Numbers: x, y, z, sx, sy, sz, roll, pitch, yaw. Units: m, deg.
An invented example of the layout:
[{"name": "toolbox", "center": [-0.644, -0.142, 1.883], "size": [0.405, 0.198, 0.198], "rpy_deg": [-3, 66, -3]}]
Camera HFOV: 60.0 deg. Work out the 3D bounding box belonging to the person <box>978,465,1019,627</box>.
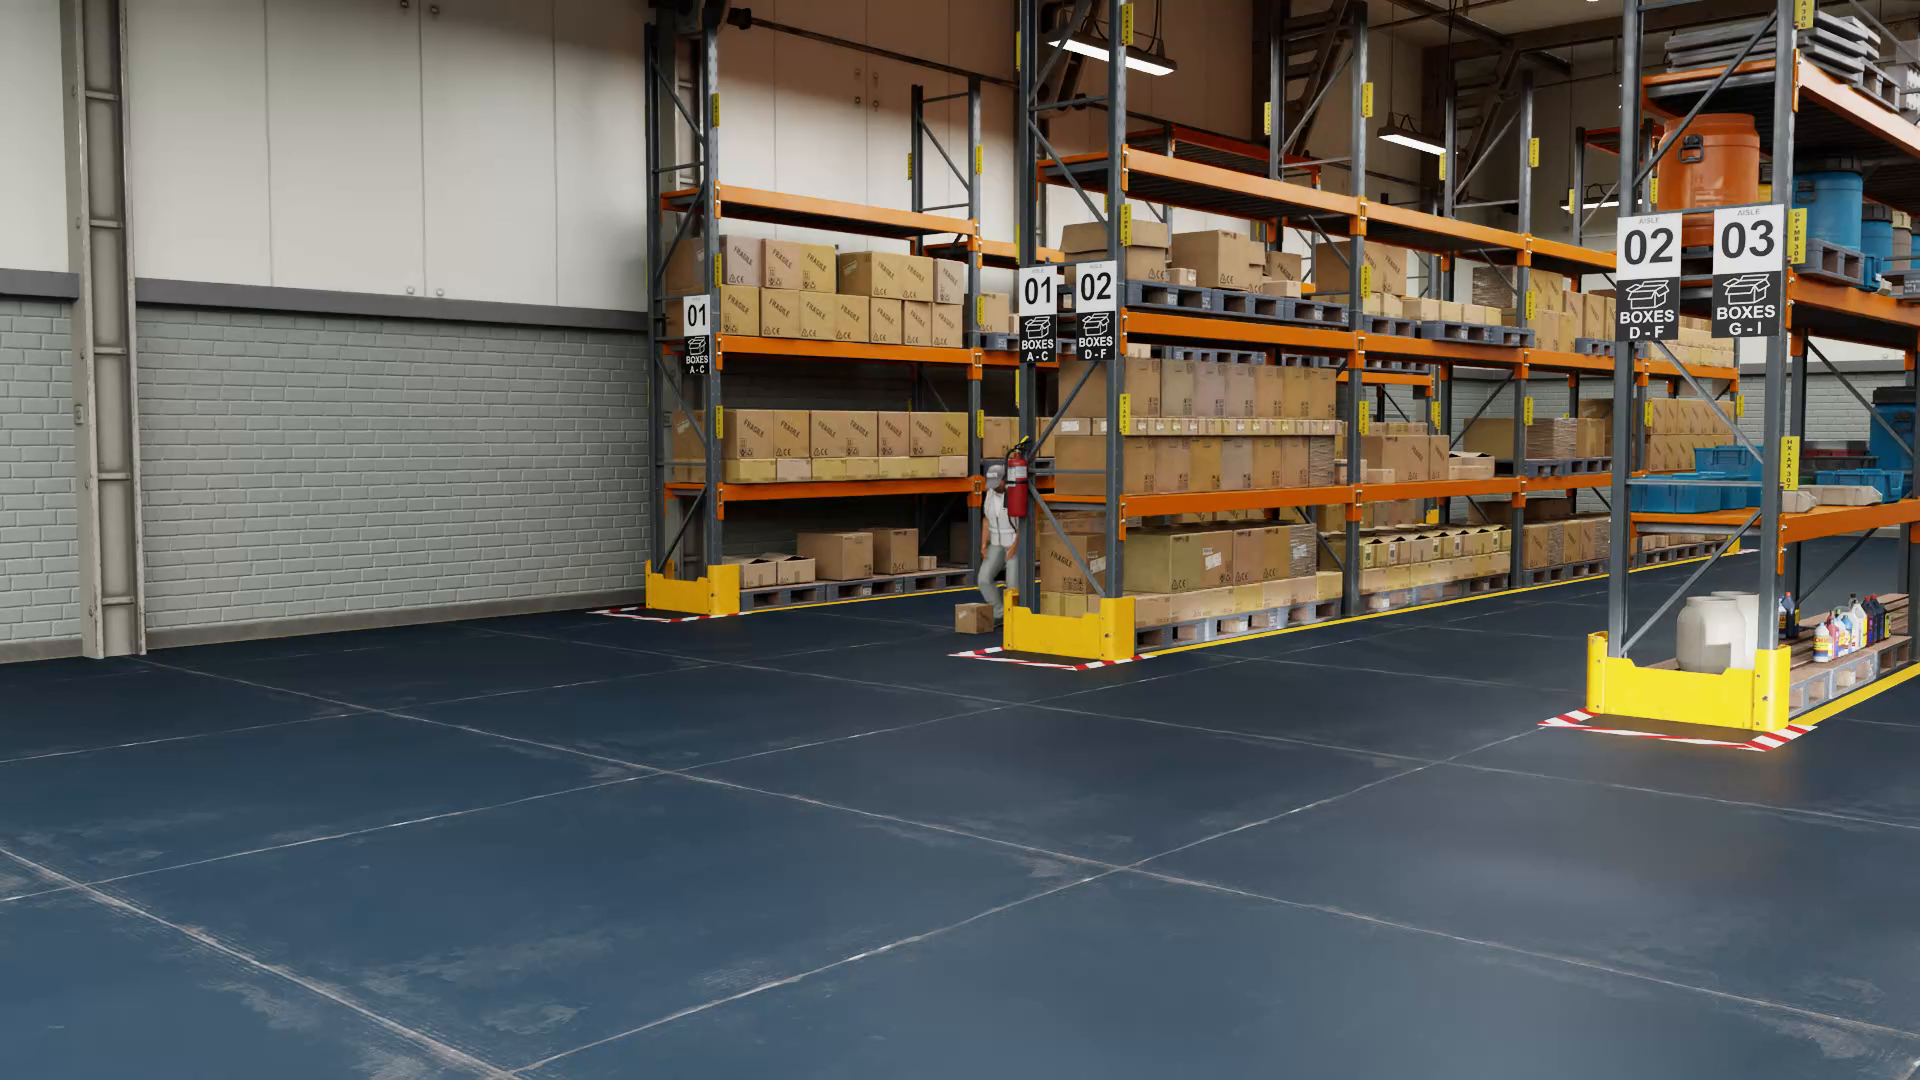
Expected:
[{"name": "person", "center": [0.439, 0.063, 15.568], "size": [0.519, 1.541, 0.591], "rpy_deg": [3, 5, 41]}]
